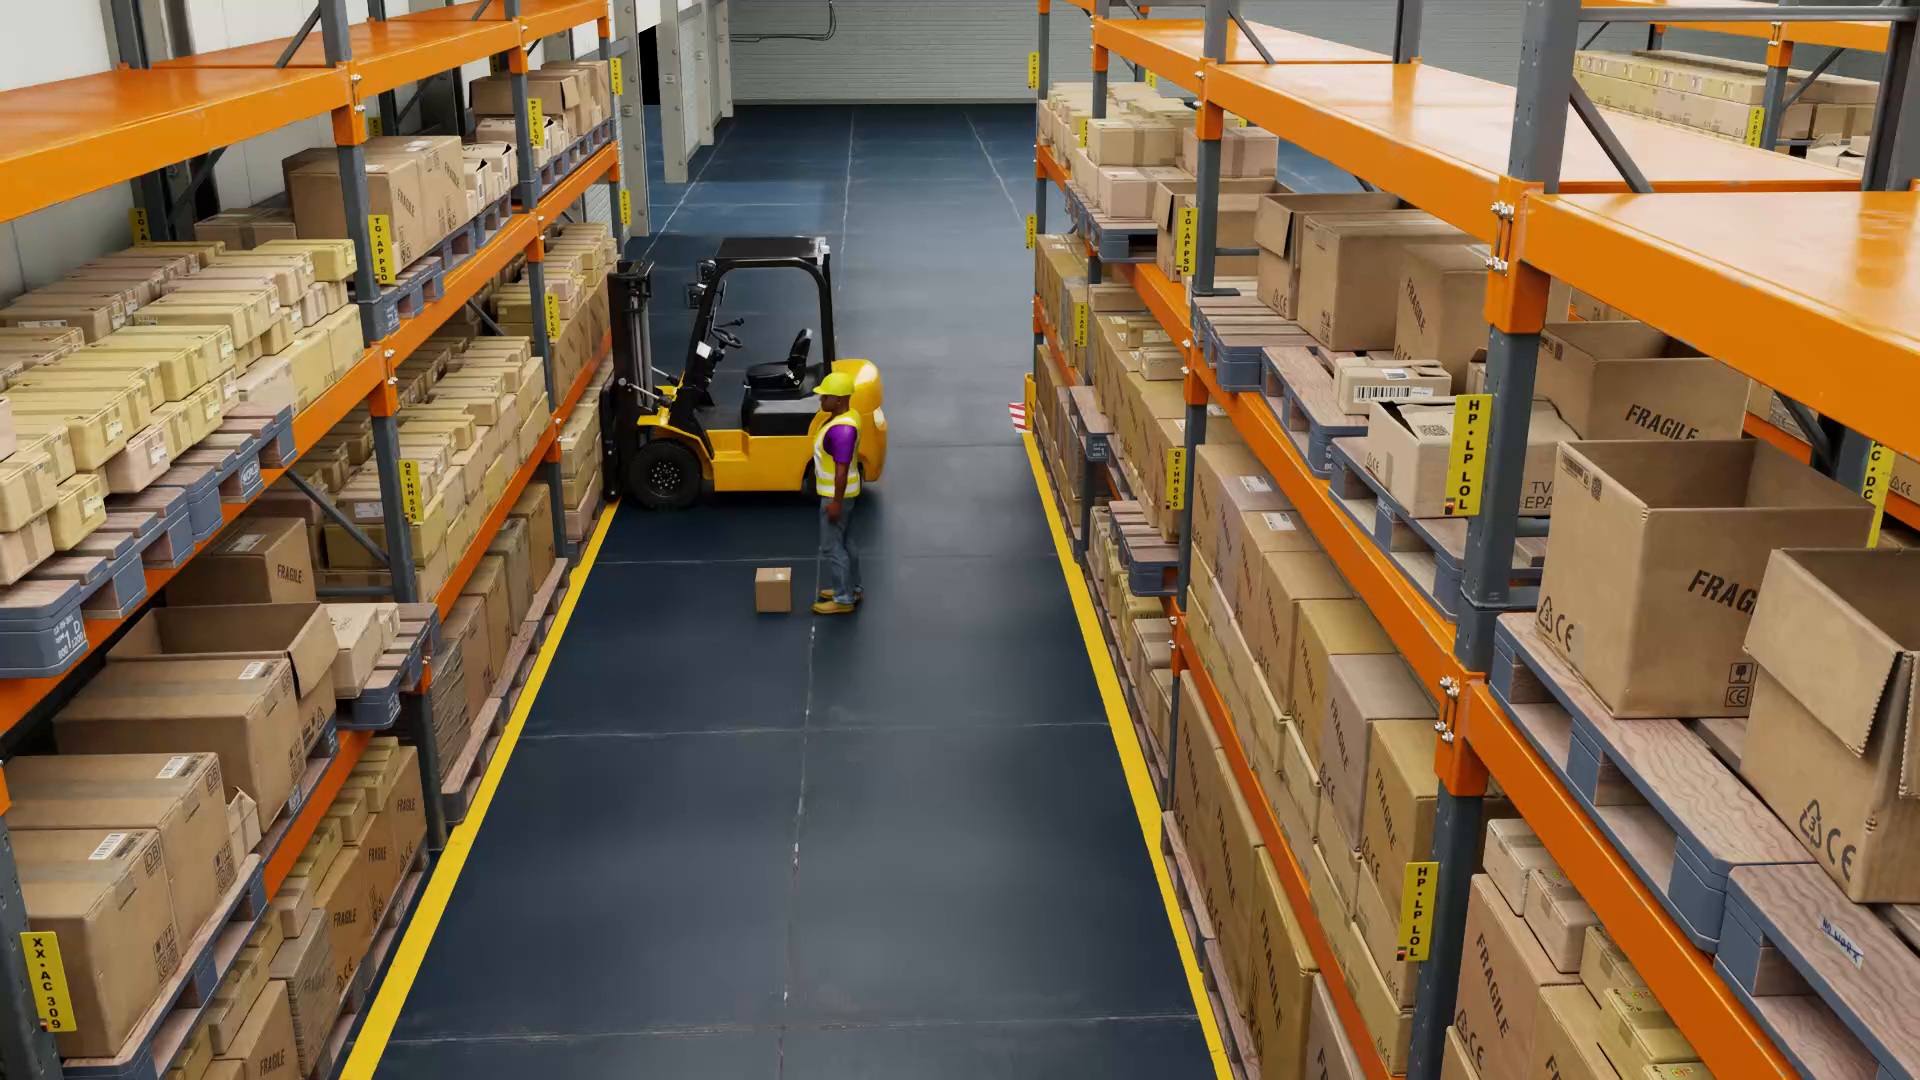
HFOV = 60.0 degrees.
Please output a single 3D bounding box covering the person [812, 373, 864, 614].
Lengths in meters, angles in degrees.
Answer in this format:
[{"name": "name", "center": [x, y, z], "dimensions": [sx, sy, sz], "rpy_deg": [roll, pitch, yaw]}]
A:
[{"name": "person", "center": [-0.892, -0.345, 11.981], "dimensions": [0.381, 1.761, 0.564], "rpy_deg": [-1, 20, -2]}]
